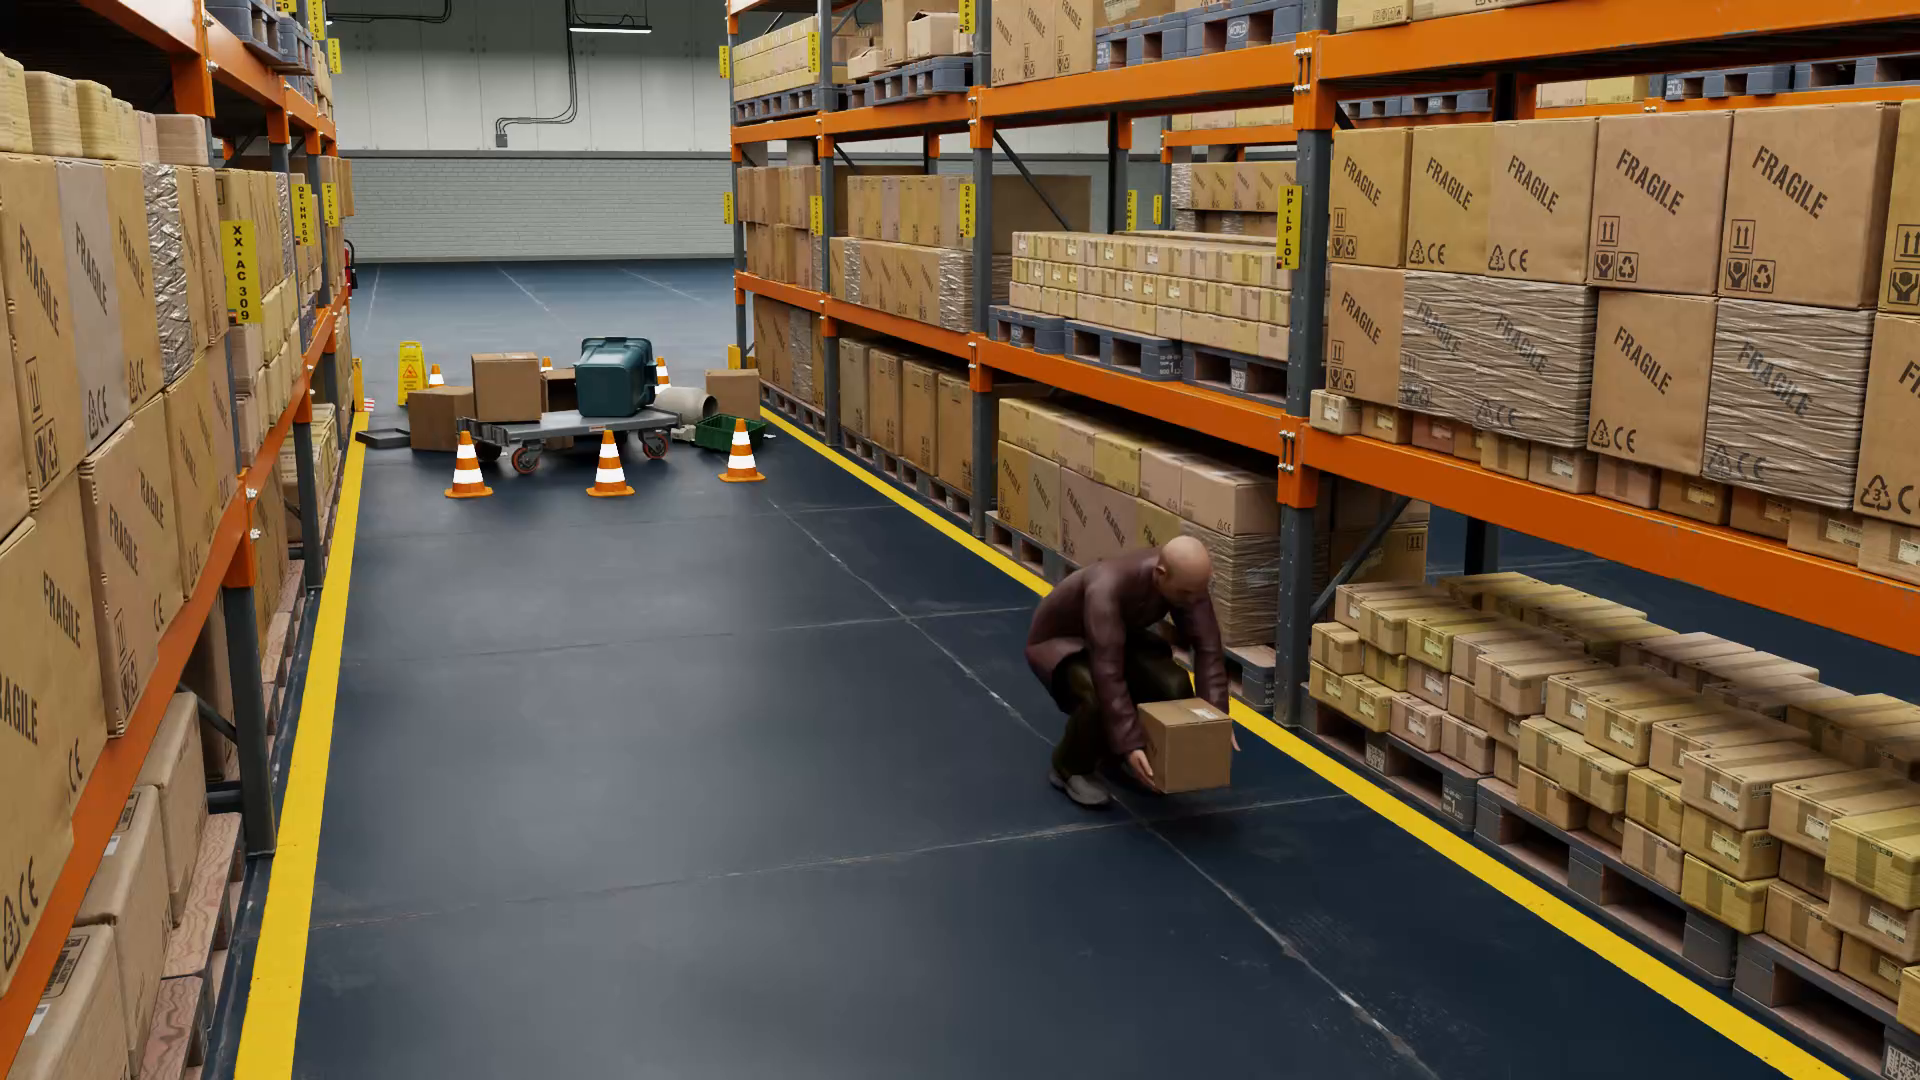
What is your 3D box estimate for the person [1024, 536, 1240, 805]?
[{"bbox_3d":[0.614,0.453,6.157,0.608,1.039,0.894,-7,14,-29],"label":"person"}]
